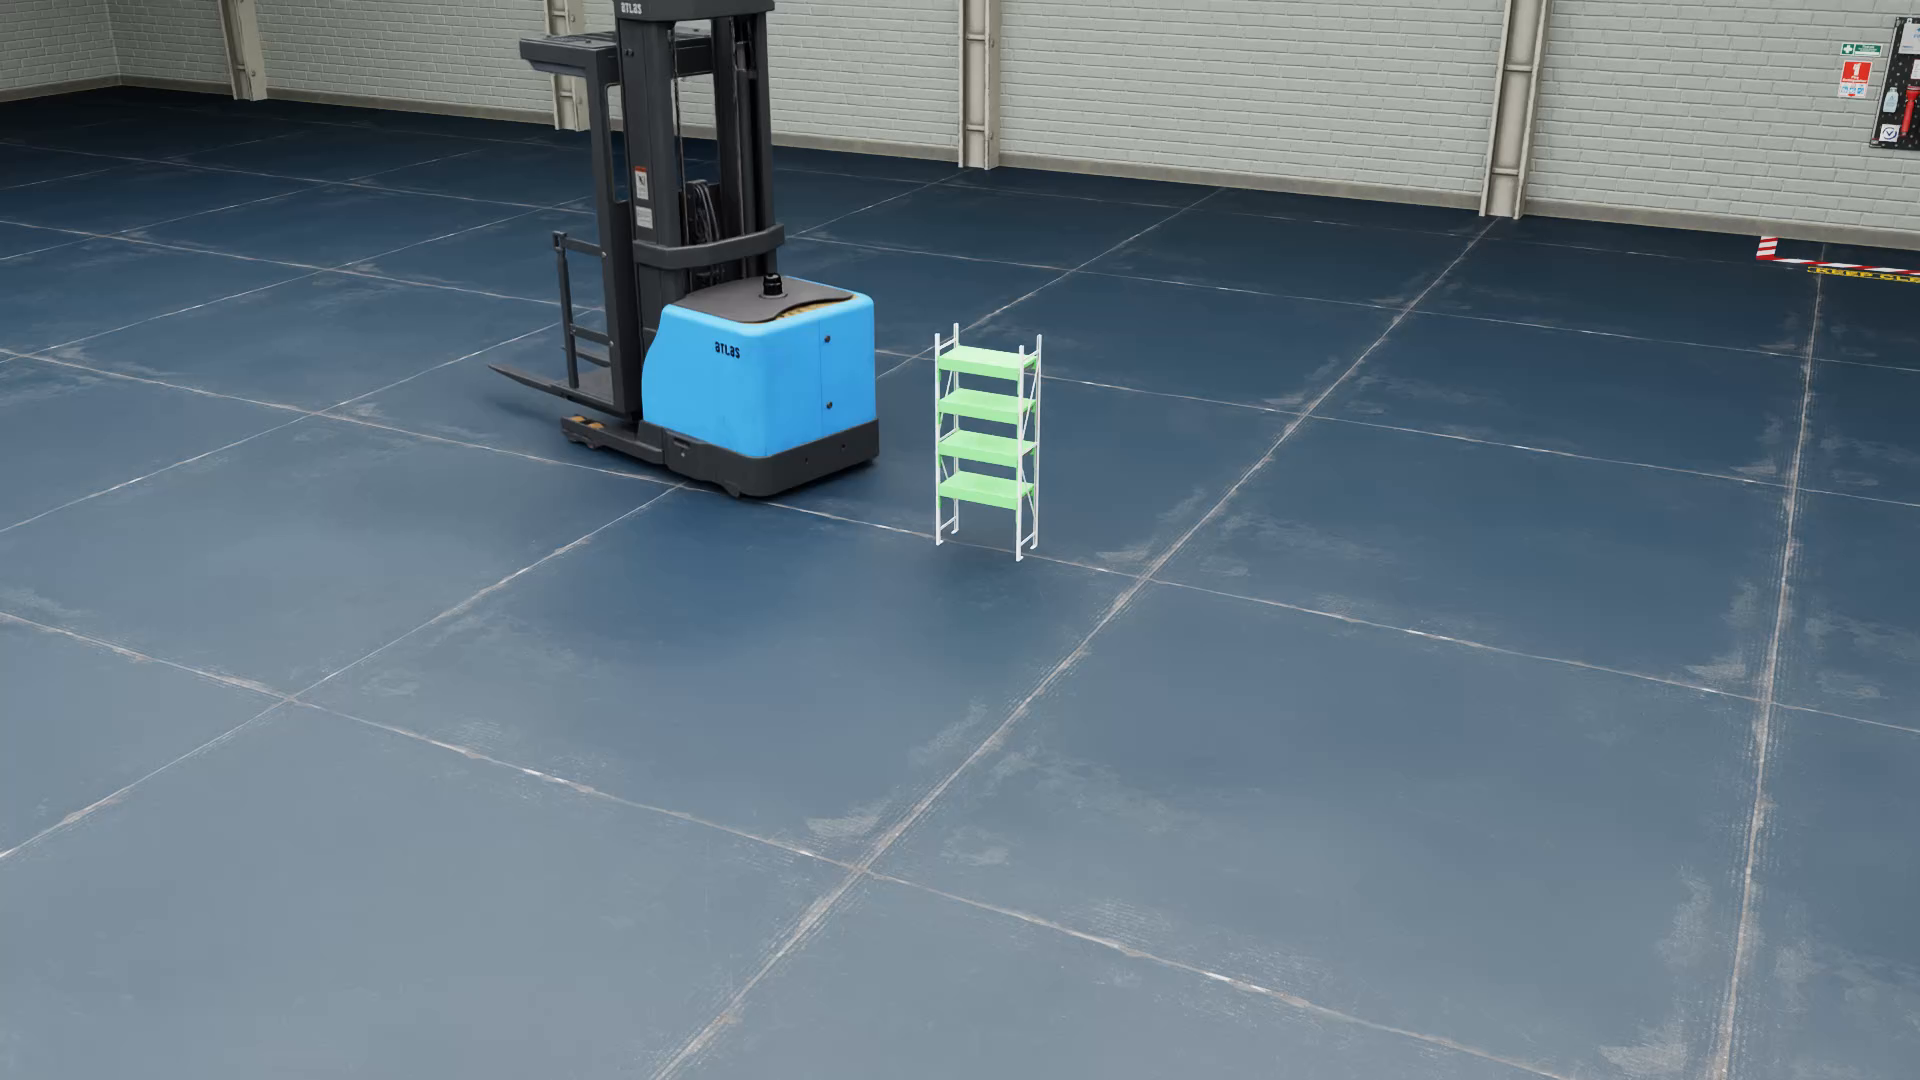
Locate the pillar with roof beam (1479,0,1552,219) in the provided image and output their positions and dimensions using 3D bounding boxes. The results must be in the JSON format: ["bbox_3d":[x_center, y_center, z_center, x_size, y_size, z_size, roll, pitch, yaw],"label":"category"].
[{"bbox_3d":[3.636,-5.991,11.838,0.400,9.000,9.100,11,25,25],"label":"pillar with roof beam"}]

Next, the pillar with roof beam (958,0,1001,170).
[{"bbox_3d":[-1.718,-7.050,14.329,0.400,9.000,9.100,11,25,25],"label":"pillar with roof beam"}]

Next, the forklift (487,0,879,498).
[{"bbox_3d":[-1.936,-2.065,10.361,3.031,2.935,1.130,19,30,38],"label":"forklift"}]

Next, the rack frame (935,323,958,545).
[{"bbox_3d":[-0.070,-0.566,9.048,0.015,1.200,0.240,11,25,25],"label":"rack frame"}]

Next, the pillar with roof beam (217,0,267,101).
[{"bbox_3d":[-12.427,-9.169,19.312,0.400,9.000,9.100,11,25,25],"label":"pillar with roof beam"}]

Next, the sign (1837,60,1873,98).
[{"bbox_3d":[8.298,-4.274,15.421,0.234,0.329,0.001,11,25,25],"label":"sign"}]

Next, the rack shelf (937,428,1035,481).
[{"bbox_3d":[0.148,-0.464,8.971,0.480,0.148,0.258,11,25,25],"label":"rack shelf"}]

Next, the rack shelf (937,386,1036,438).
[{"bbox_3d":[0.148,-0.685,8.878,0.480,0.148,0.258,11,25,25],"label":"rack shelf"}]

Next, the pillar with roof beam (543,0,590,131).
[{"bbox_3d":[-7.073,-8.109,16.820,0.400,9.000,9.100,11,25,25],"label":"pillar with roof beam"}]

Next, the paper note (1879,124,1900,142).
[{"bbox_3d":[8.618,-3.774,15.416,0.142,0.148,0.016,11,25,25],"label":"paper note"}]

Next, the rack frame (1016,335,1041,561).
[{"bbox_3d":[0.365,-0.480,8.845,0.015,1.200,0.240,11,25,25],"label":"rack frame"}]

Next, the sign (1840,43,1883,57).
[{"bbox_3d":[8.298,-4.514,15.308,0.331,0.109,0.001,11,25,25],"label":"sign"}]

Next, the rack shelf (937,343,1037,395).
[{"bbox_3d":[0.148,-0.906,8.784,0.480,0.148,0.258,11,25,25],"label":"rack shelf"}]

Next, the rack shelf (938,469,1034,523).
[{"bbox_3d":[0.148,-0.243,9.065,0.480,0.148,0.258,11,25,25],"label":"rack shelf"}]

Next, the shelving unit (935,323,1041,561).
[{"bbox_3d":[0.148,-0.523,8.946,0.503,1.200,0.258,11,25,25],"label":"shelving unit"}]

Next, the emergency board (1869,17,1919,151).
[{"bbox_3d":[8.745,-4.124,15.113,0.643,1.169,0.194,11,25,25],"label":"emergency board"}]
